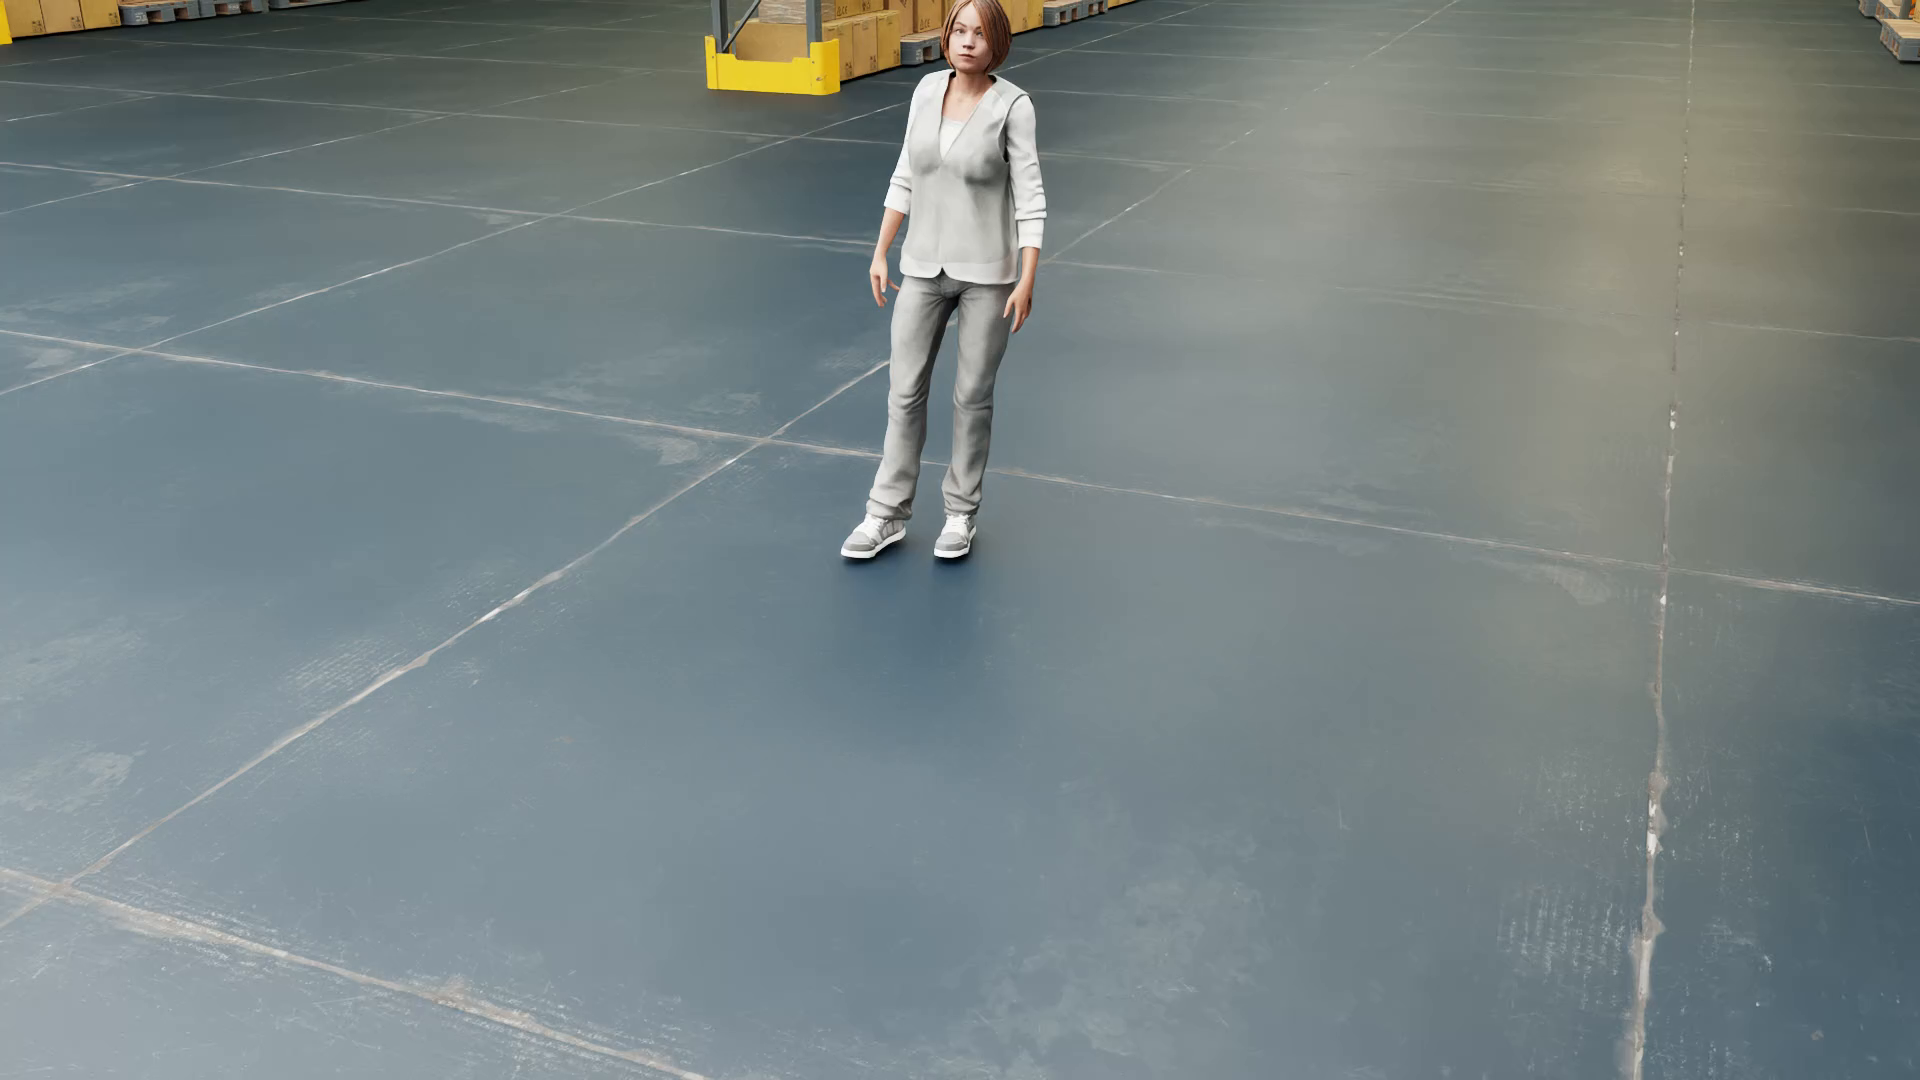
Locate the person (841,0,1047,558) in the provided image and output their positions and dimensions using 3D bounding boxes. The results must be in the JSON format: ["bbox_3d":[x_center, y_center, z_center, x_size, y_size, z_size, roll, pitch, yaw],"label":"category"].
[{"bbox_3d":[-0.041,-0.720,4.724,0.520,1.597,0.475,9,24,21],"label":"person"}]
